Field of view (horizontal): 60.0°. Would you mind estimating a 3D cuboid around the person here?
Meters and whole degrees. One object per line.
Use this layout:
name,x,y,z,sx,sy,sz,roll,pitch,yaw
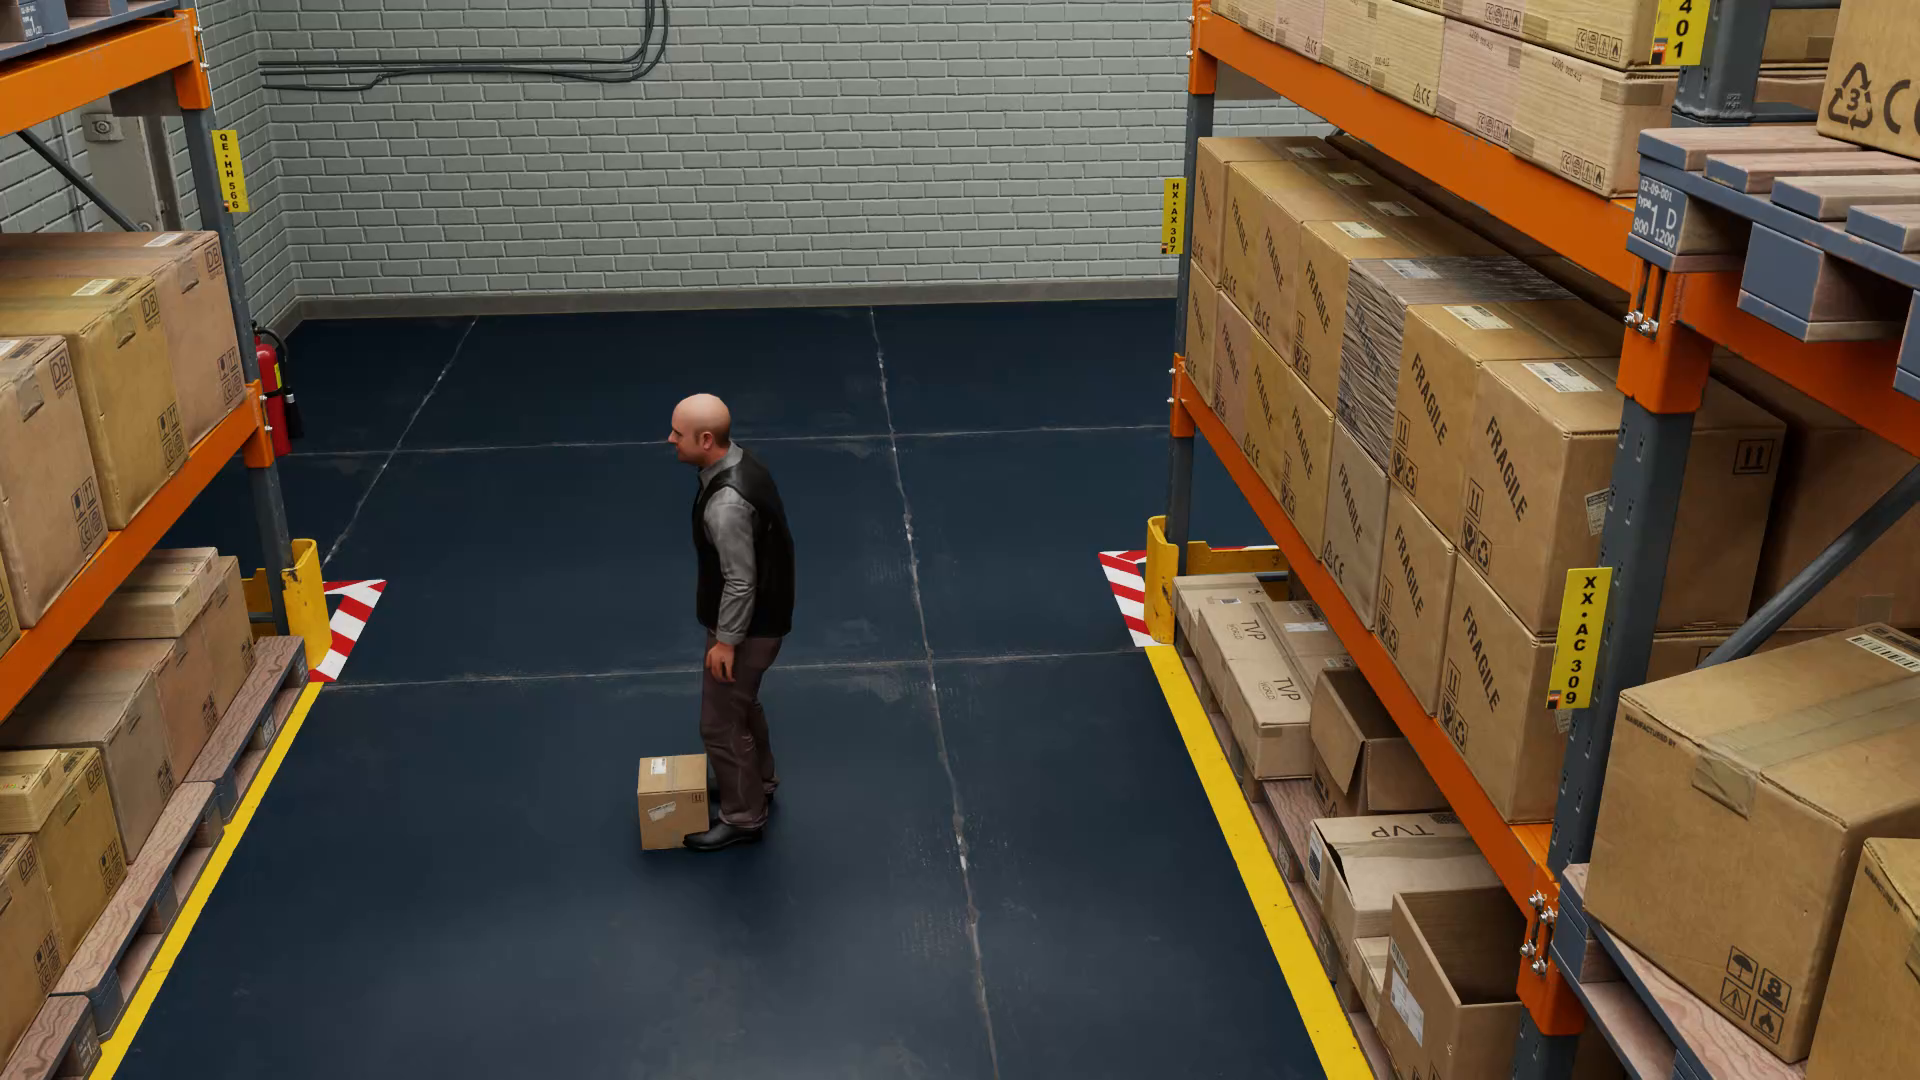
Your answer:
person,-0.814,0.291,5.963,0.461,1.721,0.582,-2,24,-6
